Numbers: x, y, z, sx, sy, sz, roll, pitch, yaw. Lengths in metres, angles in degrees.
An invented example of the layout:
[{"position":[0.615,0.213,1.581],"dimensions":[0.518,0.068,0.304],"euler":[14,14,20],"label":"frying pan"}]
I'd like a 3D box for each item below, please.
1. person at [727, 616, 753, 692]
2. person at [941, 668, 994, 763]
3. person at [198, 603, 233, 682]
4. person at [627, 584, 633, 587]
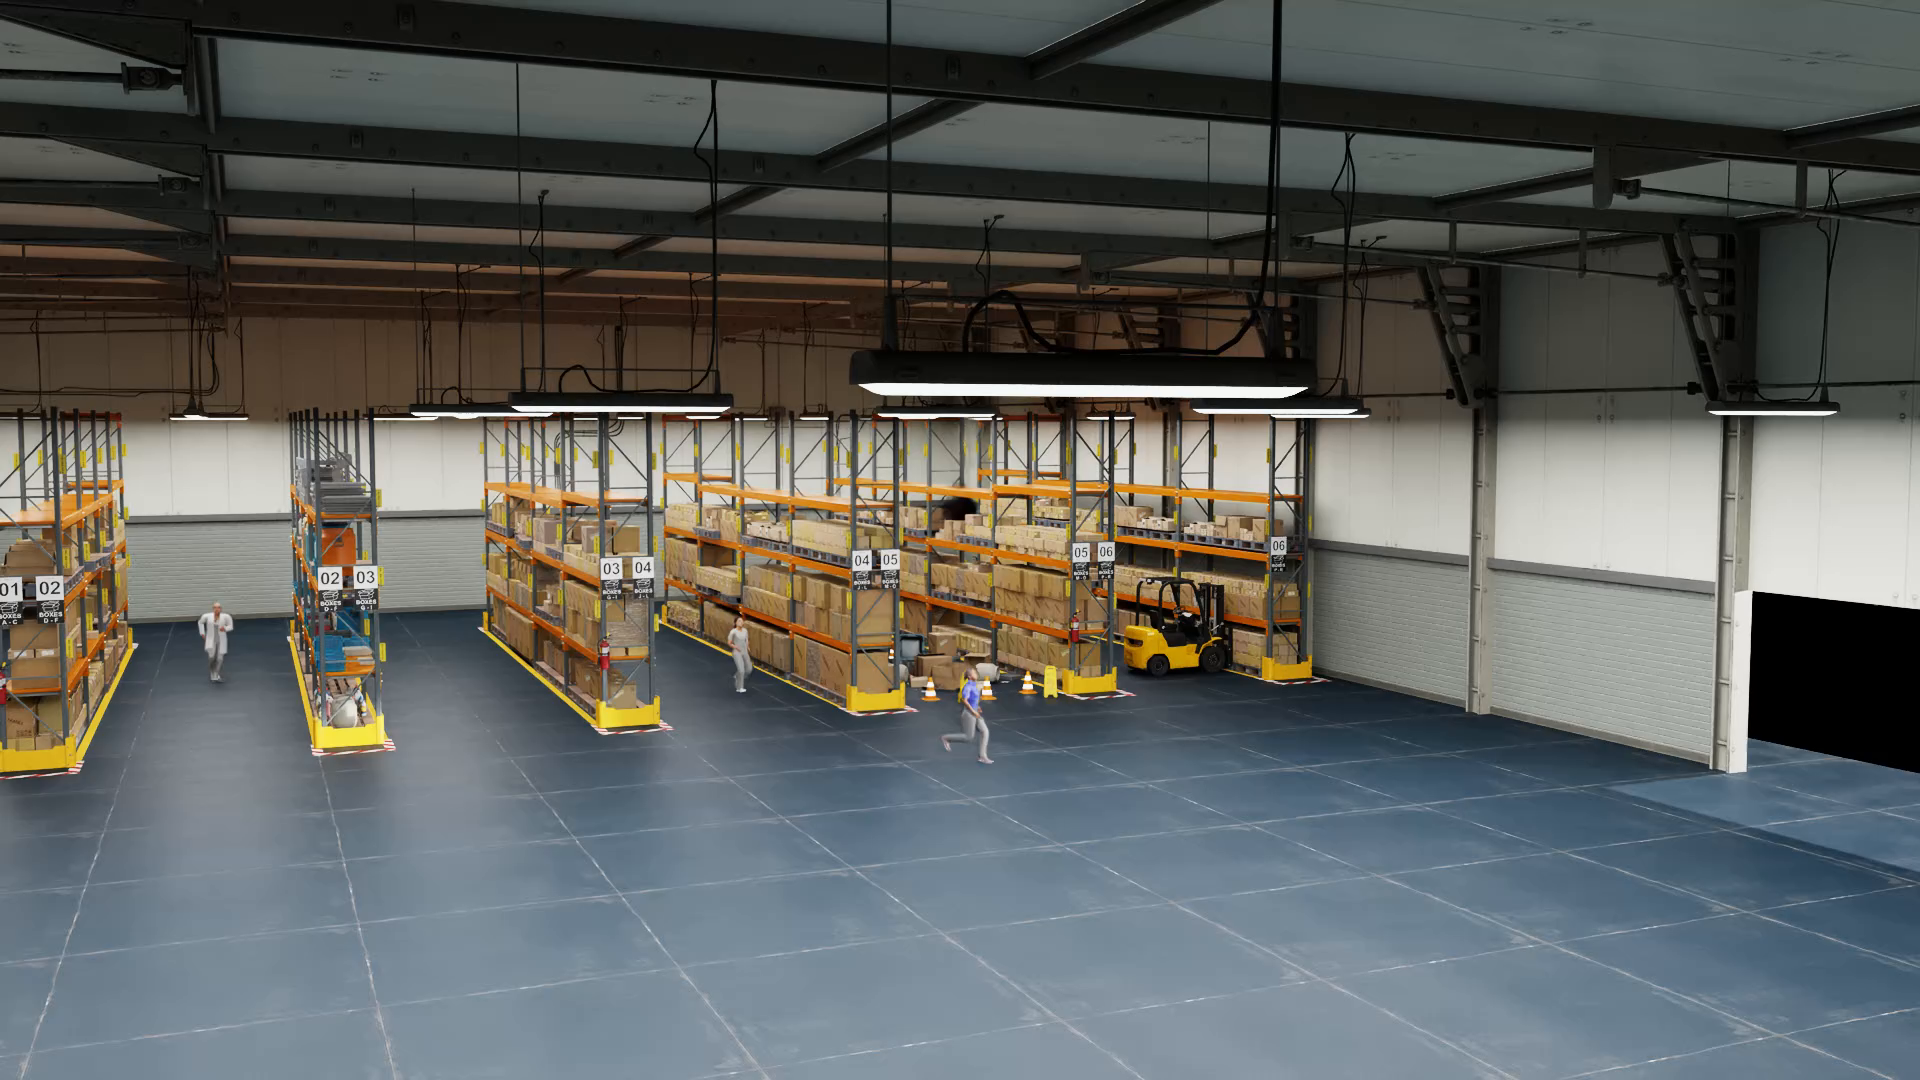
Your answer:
[{"position":[-4.686,2.428,35.414],"dimensions":[0.557,1.621,0.585],"euler":[-3,5,-39],"label":"person"},{"position":[0.145,2.968,28.114],"dimensions":[0.891,1.628,0.564],"euler":[1,4,15],"label":"person"},{"position":[-16.462,2.268,36.814],"dimensions":[0.691,1.762,0.799],"euler":[-2,5,-27],"label":"person"},{"position":[-9.524,1.586,47.855],"dimensions":[0.654,1.625,0.684],"euler":[3,5,34],"label":"person"}]
